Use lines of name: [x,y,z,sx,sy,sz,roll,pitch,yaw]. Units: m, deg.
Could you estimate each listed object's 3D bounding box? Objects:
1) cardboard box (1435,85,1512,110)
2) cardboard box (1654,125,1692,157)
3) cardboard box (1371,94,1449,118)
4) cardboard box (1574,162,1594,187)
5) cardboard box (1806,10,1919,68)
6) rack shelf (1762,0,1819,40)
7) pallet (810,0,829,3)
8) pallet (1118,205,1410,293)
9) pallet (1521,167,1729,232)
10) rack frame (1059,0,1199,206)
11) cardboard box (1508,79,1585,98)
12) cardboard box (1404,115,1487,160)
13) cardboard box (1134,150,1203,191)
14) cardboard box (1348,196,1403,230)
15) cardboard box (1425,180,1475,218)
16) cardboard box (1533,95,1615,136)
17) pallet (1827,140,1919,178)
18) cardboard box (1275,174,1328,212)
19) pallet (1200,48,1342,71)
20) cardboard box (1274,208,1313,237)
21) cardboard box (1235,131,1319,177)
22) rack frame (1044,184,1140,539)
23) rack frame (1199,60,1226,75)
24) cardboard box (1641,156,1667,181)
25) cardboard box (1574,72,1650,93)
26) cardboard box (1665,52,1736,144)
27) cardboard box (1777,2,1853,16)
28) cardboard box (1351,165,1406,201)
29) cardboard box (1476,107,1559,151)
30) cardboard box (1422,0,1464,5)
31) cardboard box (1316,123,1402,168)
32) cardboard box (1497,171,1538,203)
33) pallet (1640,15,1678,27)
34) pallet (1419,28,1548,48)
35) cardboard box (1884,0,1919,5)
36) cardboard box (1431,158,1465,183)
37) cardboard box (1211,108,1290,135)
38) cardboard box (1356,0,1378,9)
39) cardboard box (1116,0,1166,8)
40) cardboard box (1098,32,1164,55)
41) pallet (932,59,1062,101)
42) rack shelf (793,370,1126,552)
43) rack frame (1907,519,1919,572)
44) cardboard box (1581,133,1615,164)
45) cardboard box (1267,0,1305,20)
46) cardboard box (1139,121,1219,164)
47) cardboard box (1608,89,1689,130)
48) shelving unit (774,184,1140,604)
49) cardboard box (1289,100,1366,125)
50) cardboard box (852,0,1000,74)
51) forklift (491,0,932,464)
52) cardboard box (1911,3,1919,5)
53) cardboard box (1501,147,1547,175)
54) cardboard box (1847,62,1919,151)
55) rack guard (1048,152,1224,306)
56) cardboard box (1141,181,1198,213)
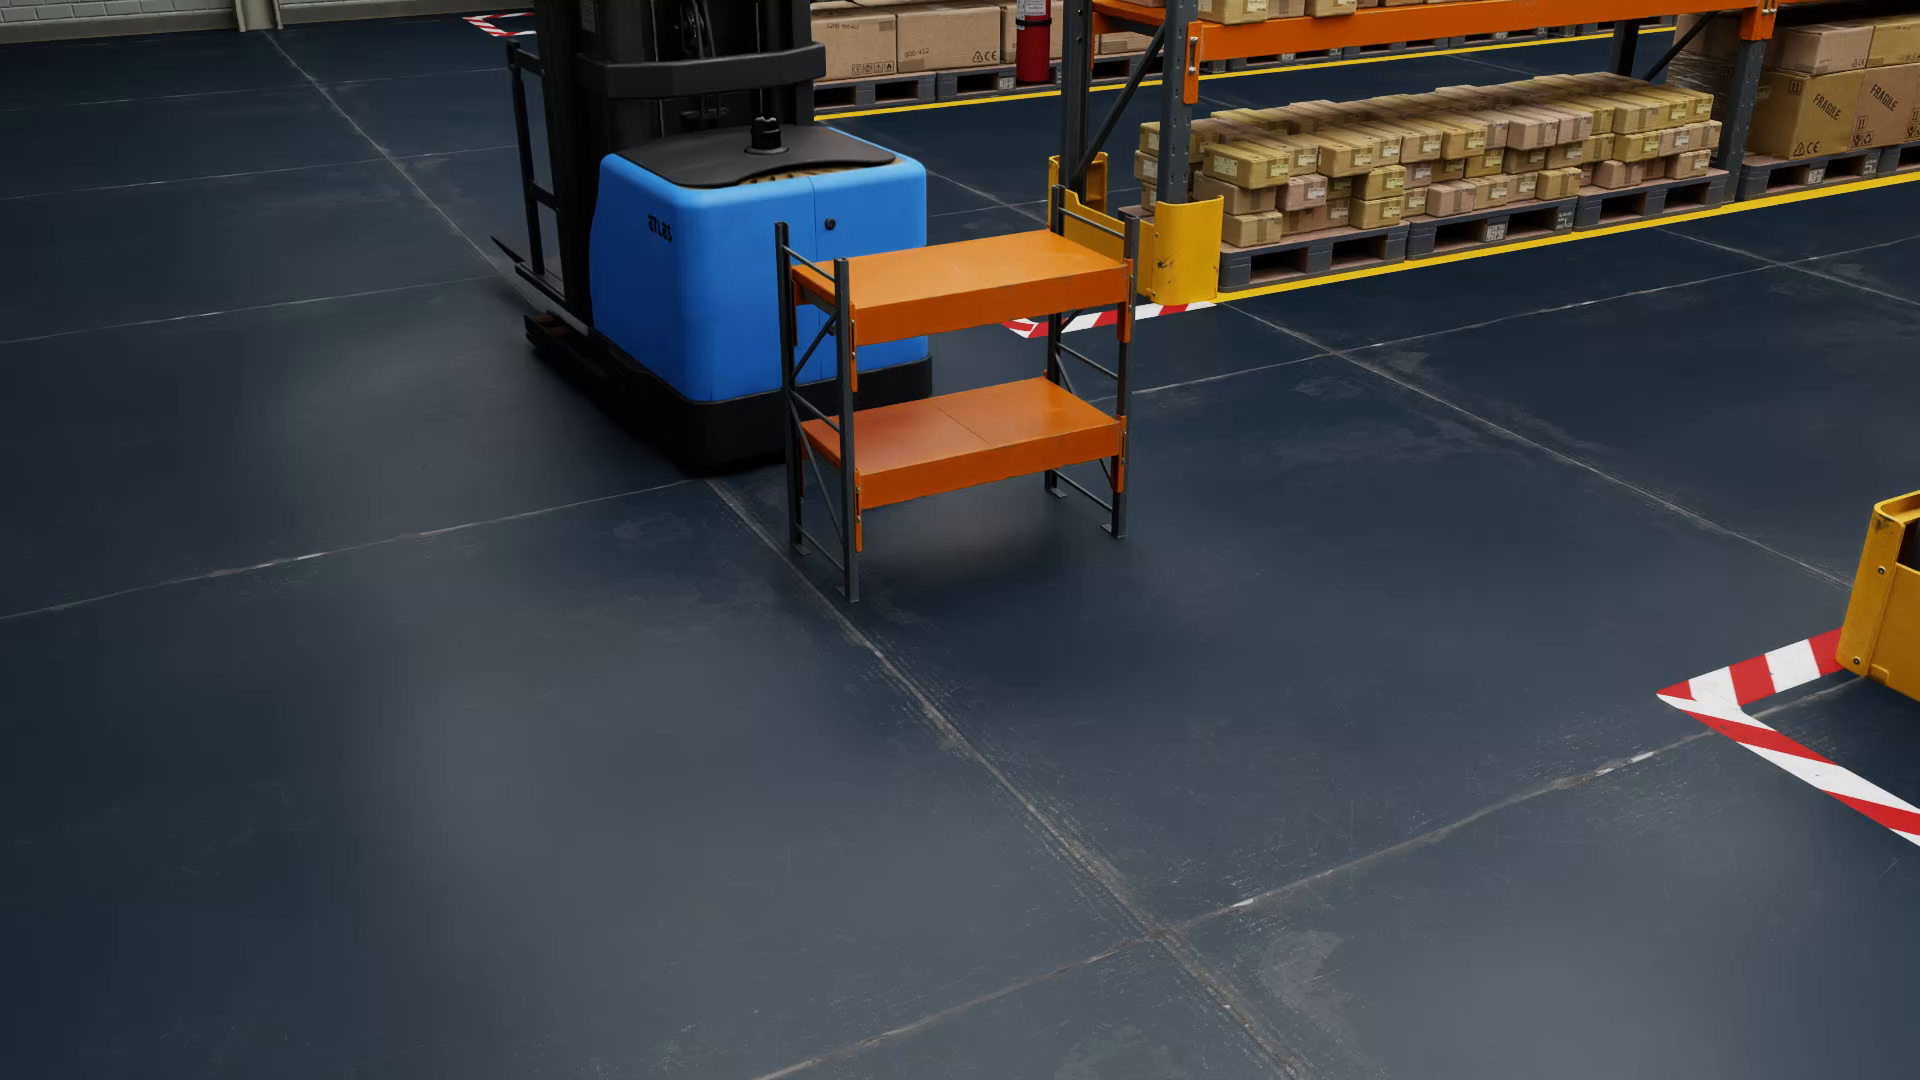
cardboard box: [2.983,-2.537,9.689,0.250,0.149,0.380,-12,28,-24]
cardboard box: [3.977,-2.335,9.612,0.250,0.149,0.380,-14,29,-28]
cardboard box: [2.546,-2.415,9.435,0.250,0.149,0.380,-13,28,-25]
cardboard box: [3.391,-2.129,9.528,0.250,0.149,0.380,-14,29,-26]
cardboard box: [5.583,-3.101,10.280,0.500,0.250,0.500,-12,28,-24]
rack shelf: [6.103,-3.625,10.665,4.000,0.370,1.077,-13,29,-25]
pallet: [-2.104,-5.660,17.295,1.213,0.211,1.003,-13,29,-25]
pallet: [1.609,-1.638,8.917,1.213,0.211,1.003,-13,29,-25]
pallet: [3.762,-2.134,9.952,1.213,0.211,1.003,-13,29,-25]
rack frame: [0.809,-2.727,7.965,0.127,3.000,1.000,-13,29,-25]
cardboard box: [3.466,-2.619,9.861,0.250,0.149,0.380,-13,29,-26]
cardboard box: [2.583,-2.152,8.888,0.250,0.149,0.380,-13,28,-24]
cardboard box: [1.140,-1.982,8.877,0.250,0.149,0.380,-14,29,-26]
cardboard box: [2.107,-1.764,8.767,0.250,0.149,0.380,-13,28,-24]
cardboard box: [2.548,-1.870,8.987,0.250,0.149,0.380,-15,29,-28]
cardboard box: [3.458,-2.399,9.401,0.250,0.149,0.380,-12,28,-23]
pallet: [6.102,-2.694,11.117,1.213,0.211,1.003,-13,29,-25]
cardboard box: [1.660,-1.808,8.516,0.250,0.149,0.380,-13,29,-25]
pallet: [2.565,-4.341,14.547,1.213,0.211,1.003,-13,29,-25]
cardboard box: [1.614,-1.700,8.634,0.250,0.149,0.380,-13,29,-25]
cardboard box: [1.617,-1.979,8.527,0.250,0.149,0.380,-12,28,-24]
rack frame: [0.443,-0.609,5.719,0.032,1.125,0.500,-13,29,-25]
rack frame: [1.920,-5.412,13.556,0.127,3.000,1.000,-13,29,-25]
cardboard box: [3.884,-2.215,9.706,0.250,0.149,0.380,-12,28,-24]
cardboard box: [3.937,-2.723,10.077,0.250,0.149,0.380,-12,28,-23]
cardboard box: [4.873,-2.851,10.626,0.500,0.500,0.500,-14,29,-26]
cardboard box: [5.336,-3.290,10.674,0.500,0.250,0.500,-12,28,-23]
cardboard box: [2.112,-1.903,8.712,0.250,0.149,0.380,-12,28,-24]
cardboard box: [3.030,-2.249,9.089,0.250,0.149,0.380,-14,29,-27]
cardboard box: [2.362,-2.847,8.505,0.250,0.149,0.380,-14,29,-26]
cardboard box: [2.080,-2.063,8.703,0.250,0.149,0.380,-15,29,-28]
cardboard box: [2.977,-1.998,9.254,0.250,0.149,0.380,-12,28,-24]
pallet: [7.214,-5.375,16.701,1.213,0.211,1.003,-13,29,-25]
pallet: [4.718,-4.838,15.582,1.213,0.211,1.003,-13,29,-25]
cardboard box: [6.255,-3.510,11.131,0.500,0.250,0.500,-13,28,-25]
cardboard box: [2.521,-2.064,9.048,0.250,0.149,0.380,-11,28,-22]
cardboard box: [1.574,-2.235,9.060,0.250,0.149,0.380,-14,29,-26]
cardboard box: [1.881,-2.762,8.327,0.250,0.149,0.380,-12,28,-23]
cardboard box: [0.963,-2.788,8.382,0.250,0.149,0.380,-13,29,-25]
cardboard box: [1.315,-4.359,13.839,0.875,0.438,0.875,-13,29,-26]
pallet: [0.134,-3.779,13.378,1.213,0.211,1.003,-13,29,-25]
rack shelf: [-0.006,-0.285,5.610,1.000,0.278,0.538,-13,29,-25]
rack frame: [3.053,-0.812,3.976,0.127,3.000,1.000,-13,29,-25]
cardboard box: [3.481,-2.260,9.456,0.250,0.149,0.380,-13,28,-25]
cardboard box: [1.454,-2.622,8.036,0.250,0.149,0.380,-12,28,-23]
cardboard box: [1.156,-2.104,8.788,0.250,0.149,0.380,-13,28,-25]
cardboard box: [3.940,-2.475,9.561,0.250,0.149,0.380,-13,28,-24]
shelving unit: [-0.006,-0.506,5.504,1.048,1.125,0.538,-13,29,-25]
cardboard box: [2.043,-2.339,9.278,0.250,0.149,0.380,-12,28,-23]
cardboard box: [-0.271,-3.994,13.077,0.875,0.438,0.875,-12,28,-24]
forklift: [-1.311,-2.199,6.943,1.130,2.935,3.031,-15,29,-28]
cardboard box: [6.491,-3.313,10.721,0.500,0.250,0.500,-12,28,-24]
cardboard box: [3.020,-2.154,9.235,0.250,0.149,0.380,-14,29,-28]
cardboard box: [5.581,-2.762,10.440,0.500,0.500,0.500,-12,28,-23]
rack guard: [0.876,-1.616,8.538,0.348,0.500,1.175,-13,29,-25]
cardboard box: [1.175,-1.818,8.880,0.250,0.149,0.380,-12,28,-24]
